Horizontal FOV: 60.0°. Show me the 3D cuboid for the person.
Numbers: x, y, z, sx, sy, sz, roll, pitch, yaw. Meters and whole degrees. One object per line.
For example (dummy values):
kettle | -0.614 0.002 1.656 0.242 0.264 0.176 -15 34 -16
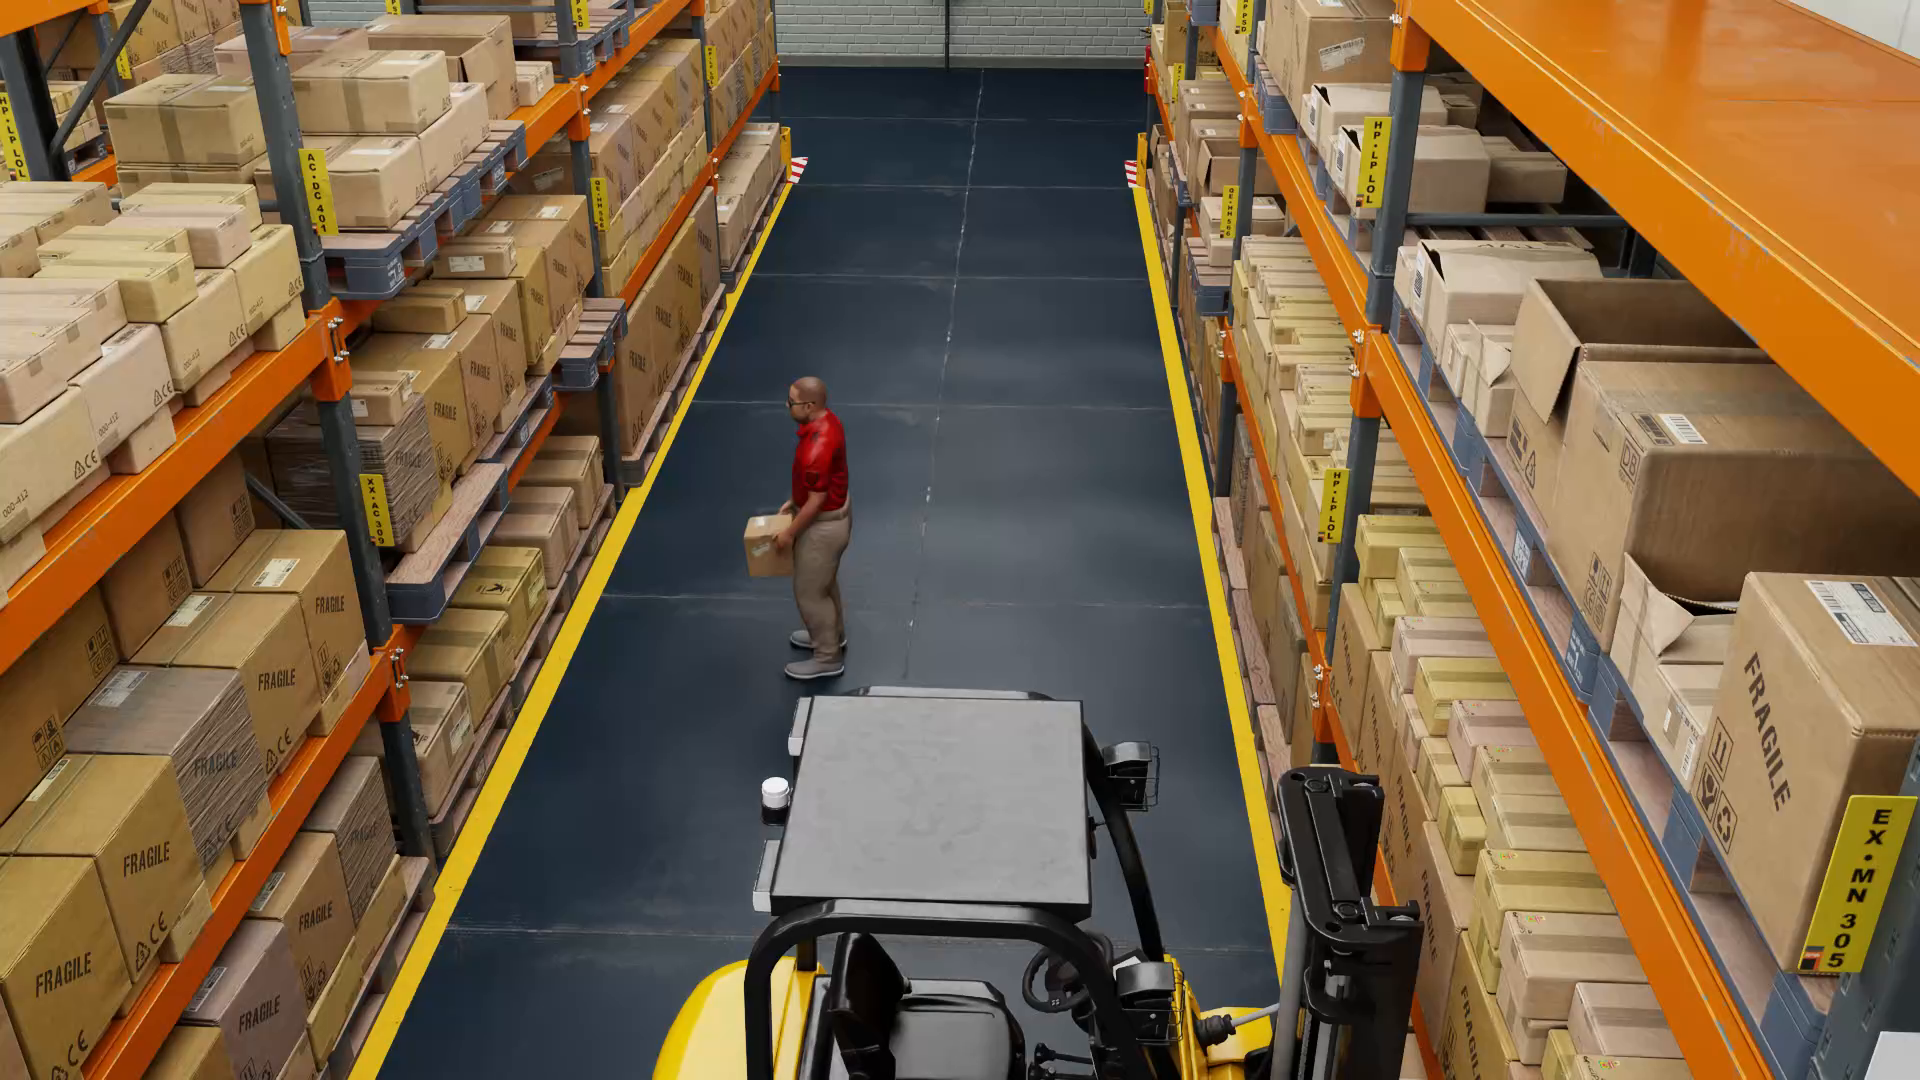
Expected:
person | -0.798 -0.080 9.015 0.418 1.733 0.542 0 28 1
